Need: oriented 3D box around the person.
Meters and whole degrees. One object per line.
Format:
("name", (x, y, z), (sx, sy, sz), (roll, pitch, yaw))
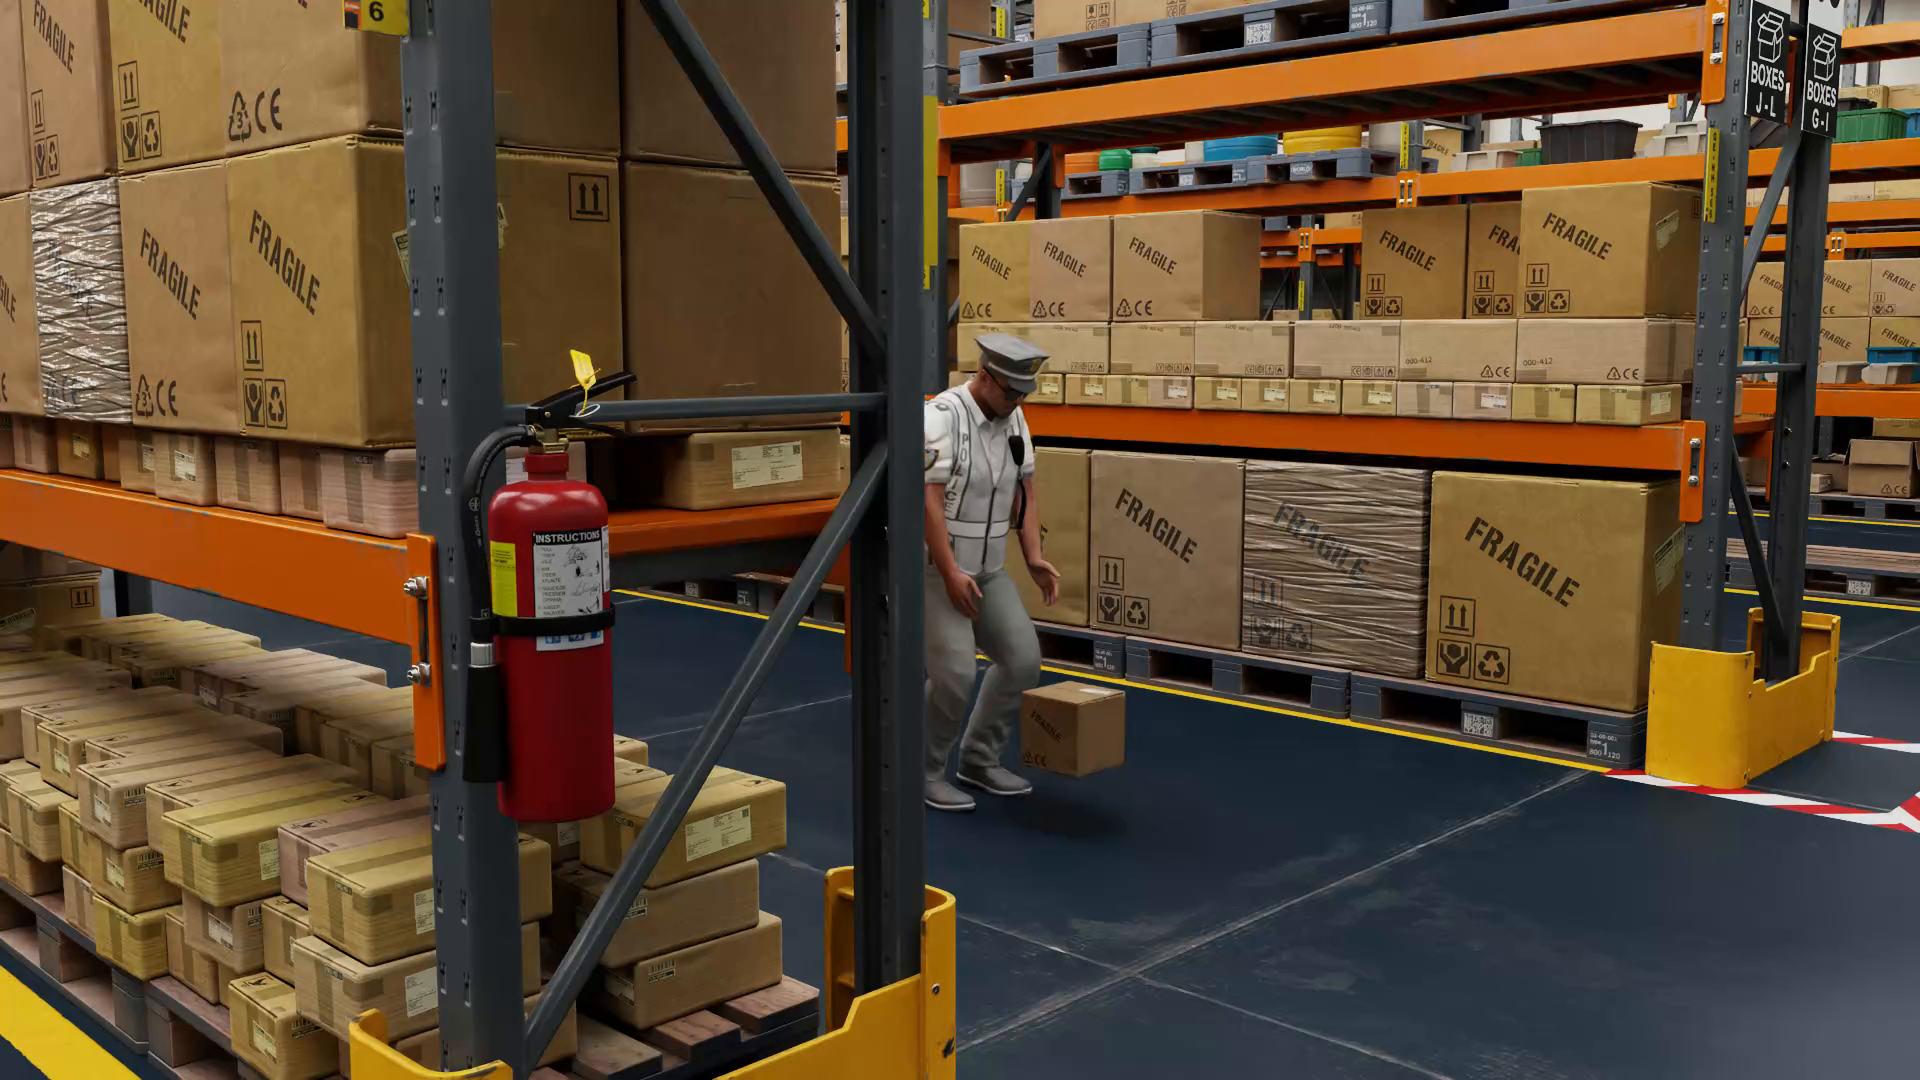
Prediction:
("person", (0.051, 0.101, 5.877), (0.585, 1.650, 0.571), (7, 10, 45))
